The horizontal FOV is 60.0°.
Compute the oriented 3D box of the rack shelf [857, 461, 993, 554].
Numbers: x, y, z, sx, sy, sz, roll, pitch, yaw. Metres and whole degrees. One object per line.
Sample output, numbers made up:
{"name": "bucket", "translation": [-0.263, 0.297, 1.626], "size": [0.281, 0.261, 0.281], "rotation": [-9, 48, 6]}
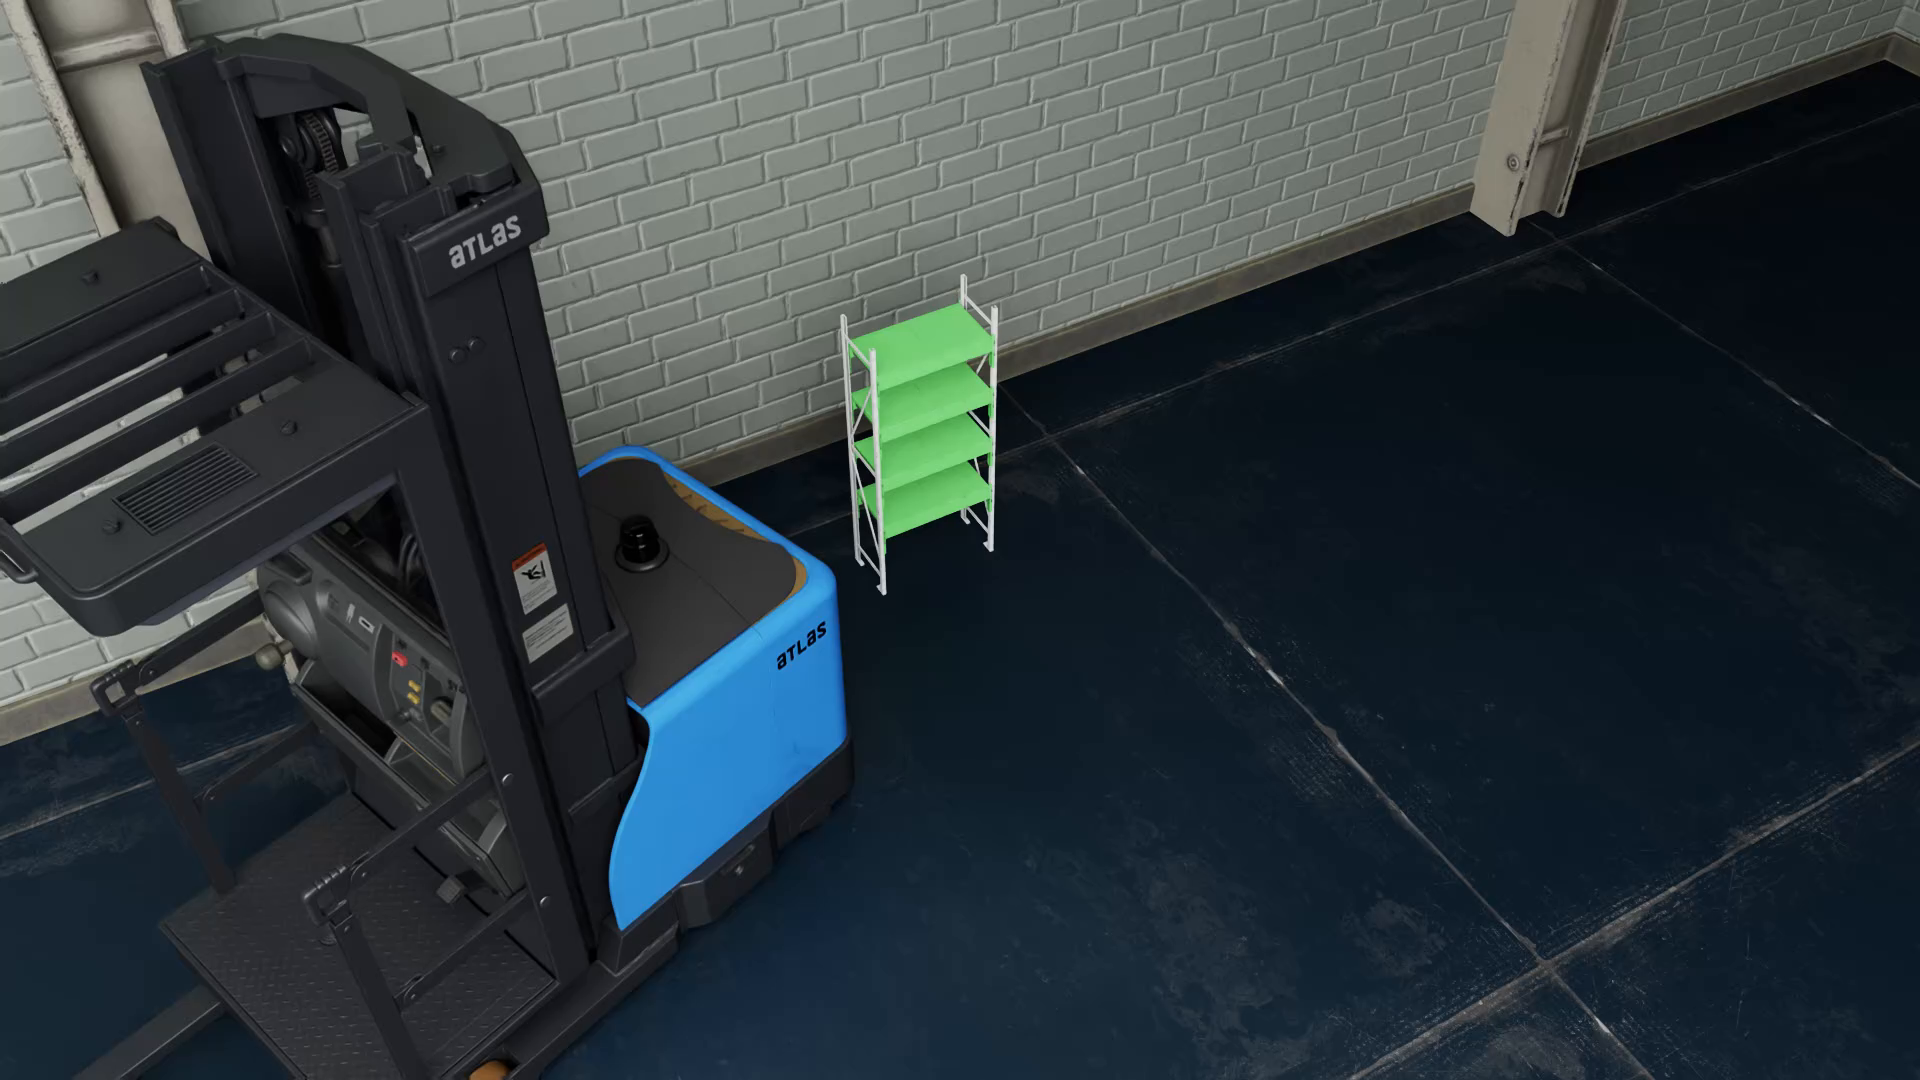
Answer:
{"name": "rack shelf", "translation": [-0.144, -0.155, 6.485], "size": [0.480, 0.148, 0.258], "rotation": [-22, 48, -21]}

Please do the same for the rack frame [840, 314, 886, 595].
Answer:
{"name": "rack frame", "translation": [-0.355, -0.288, 6.186], "size": [0.015, 1.200, 0.240], "rotation": [-22, 48, -21]}

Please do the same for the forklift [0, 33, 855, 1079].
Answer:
{"name": "forklift", "translation": [-1.715, 0.368, 4.267], "size": [1.130, 2.935, 3.031], "rotation": [31, 52, 28]}

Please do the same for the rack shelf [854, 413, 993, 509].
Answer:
{"name": "rack shelf", "translation": [-0.144, -0.327, 6.317], "size": [0.480, 0.148, 0.258], "rotation": [-22, 48, -21]}

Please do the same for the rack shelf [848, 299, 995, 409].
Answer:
{"name": "rack shelf", "translation": [-0.144, -0.672, 5.983], "size": [0.480, 0.148, 0.258], "rotation": [-22, 48, -21]}

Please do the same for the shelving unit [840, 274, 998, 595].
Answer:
{"name": "shelving unit", "translation": [-0.144, -0.373, 6.273], "size": [0.503, 1.200, 0.258], "rotation": [-22, 48, -21]}

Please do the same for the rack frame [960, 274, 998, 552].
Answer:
{"name": "rack frame", "translation": [0.068, -0.458, 6.360], "size": [0.015, 1.200, 0.240], "rotation": [-22, 48, -21]}

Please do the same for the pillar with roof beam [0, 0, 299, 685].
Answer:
{"name": "pillar with roof beam", "translation": [-0.229, -0.225, 0.521], "size": [0.400, 9.000, 9.100], "rotation": [-22, 48, -21]}

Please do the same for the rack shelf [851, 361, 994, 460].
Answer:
{"name": "rack shelf", "translation": [-0.144, -0.499, 6.150], "size": [0.480, 0.148, 0.258], "rotation": [-22, 48, -21]}

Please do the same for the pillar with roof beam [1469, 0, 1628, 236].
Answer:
{"name": "pillar with roof beam", "translation": [4.973, -2.307, 2.666], "size": [0.400, 9.000, 9.100], "rotation": [-22, 48, -21]}
